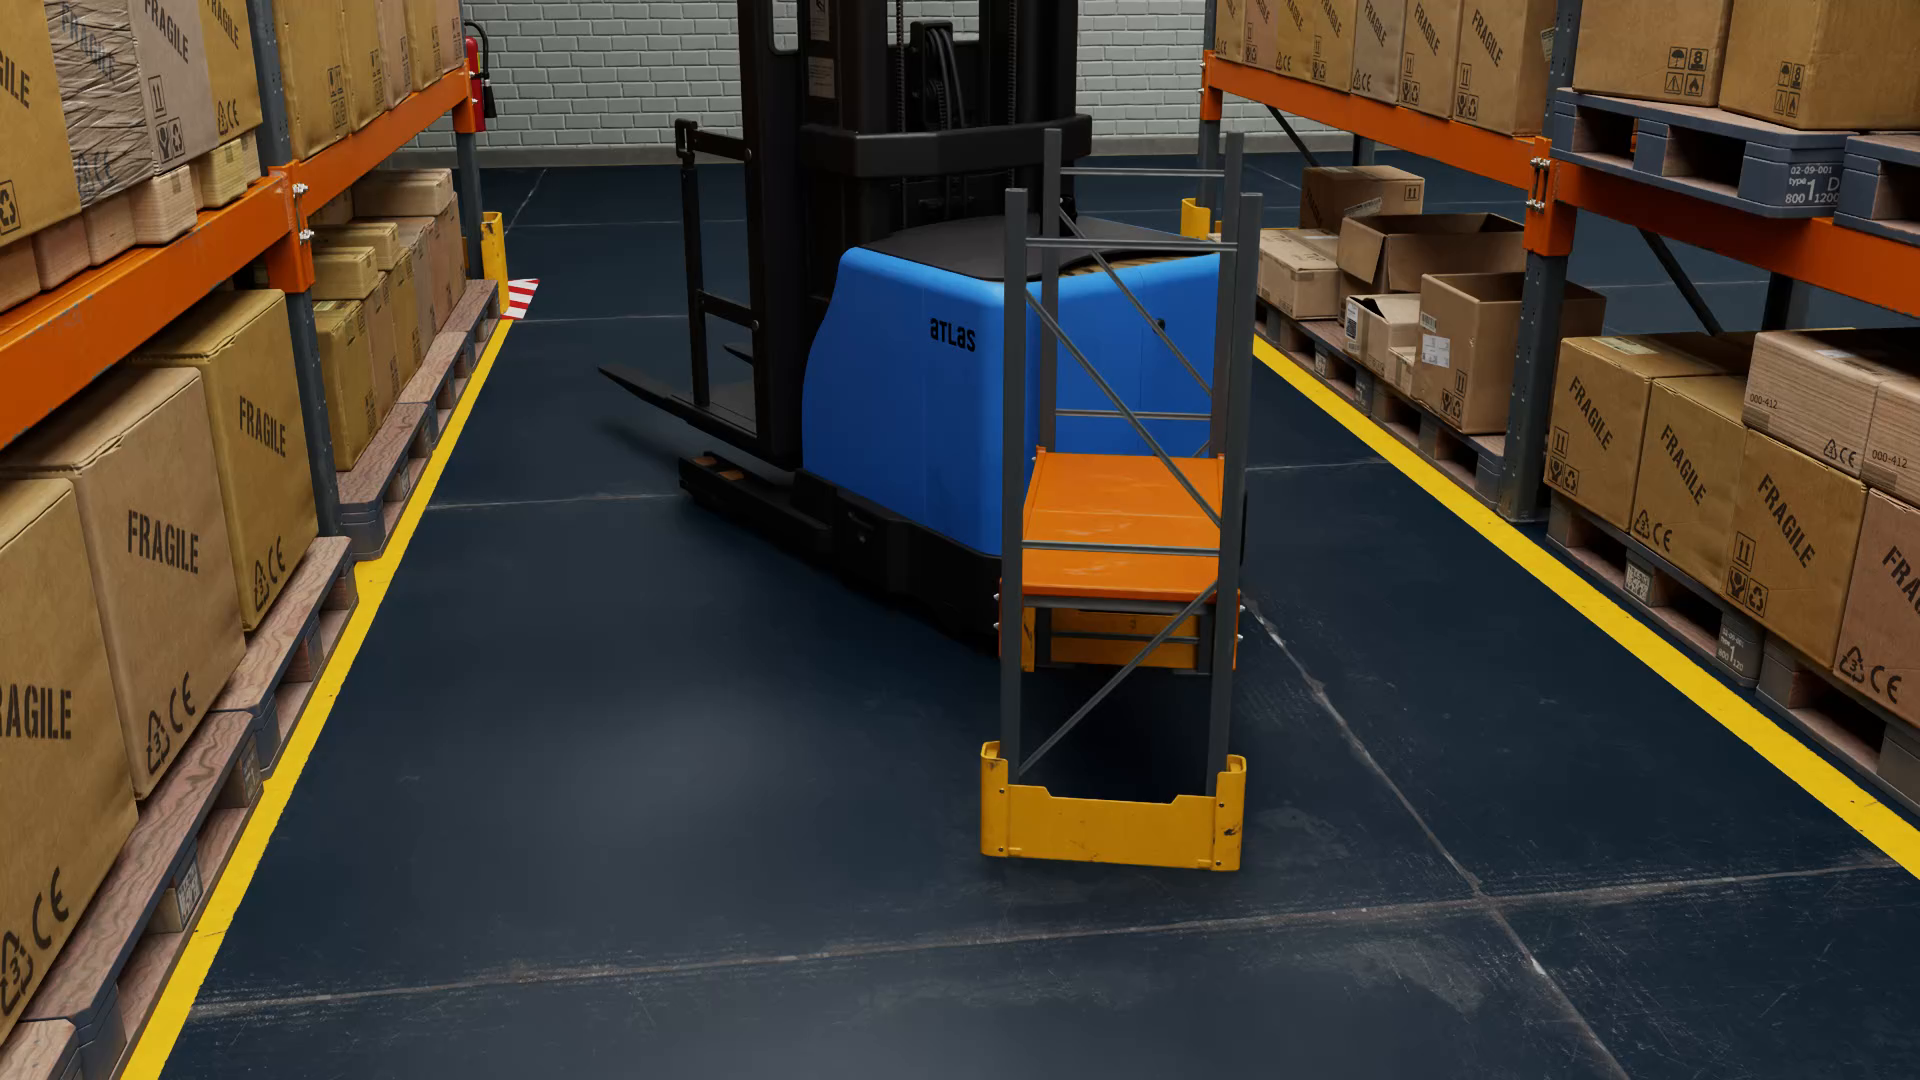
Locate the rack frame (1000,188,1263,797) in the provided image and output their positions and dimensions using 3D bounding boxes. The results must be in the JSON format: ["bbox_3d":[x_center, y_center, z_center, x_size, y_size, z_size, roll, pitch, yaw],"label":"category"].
[{"bbox_3d":[0.338,0.021,3.515,0.500,1.500,0.032,2,21,7],"label":"rack frame"}]

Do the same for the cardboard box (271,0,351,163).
[{"bbox_3d":[-2.539,-1.580,5.231,0.980,0.700,0.700,-3,21,-7],"label":"cardboard box"}]

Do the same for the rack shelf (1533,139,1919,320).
[{"bbox_3d":[2.713,-0.473,3.723,1.077,0.370,4.000,-3,21,-8],"label":"rack shelf"}]

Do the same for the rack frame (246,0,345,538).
[{"bbox_3d":[-2.477,-1.251,4.779,1.000,3.000,0.127,-3,21,-8],"label":"rack frame"}]

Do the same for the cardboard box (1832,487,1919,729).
[{"bbox_3d":[2.478,0.175,3.904,0.500,0.500,0.500,-4,21,-10],"label":"cardboard box"}]

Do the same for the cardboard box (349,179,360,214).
[{"bbox_3d":[-2.995,-1.586,7.721,0.380,0.149,0.250,-3,21,-8],"label":"cardboard box"}]

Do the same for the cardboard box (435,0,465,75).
[{"bbox_3d":[-2.970,-2.600,7.963,0.980,0.700,0.700,-2,21,-5],"label":"cardboard box"}]

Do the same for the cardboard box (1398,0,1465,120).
[{"bbox_3d":[2.023,-1.888,6.340,0.500,0.500,0.500,-2,21,-6],"label":"cardboard box"}]

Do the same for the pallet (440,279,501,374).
[{"bbox_3d":[-2.861,-1.057,8.244,1.003,0.211,1.213,-3,21,-8],"label":"pallet"}]

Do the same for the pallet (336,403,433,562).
[{"bbox_3d":[-2.509,-0.212,5.982,1.003,0.211,1.213,-3,21,-8],"label":"pallet"}]

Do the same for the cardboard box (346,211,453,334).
[{"bbox_3d":[-2.781,-1.251,7.751,0.700,0.500,0.500,-3,21,-8],"label":"cardboard box"}]

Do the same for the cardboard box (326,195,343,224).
[{"bbox_3d":[-2.922,-1.411,7.253,0.380,0.149,0.250,-3,21,-7],"label":"cardboard box"}]

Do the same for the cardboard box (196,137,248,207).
[{"bbox_3d":[-2.088,-0.954,4.313,0.380,0.149,0.250,-3,21,-7],"label":"cardboard box"}]

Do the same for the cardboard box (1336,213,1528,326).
[{"bbox_3d":[2.149,-1.189,7.552,0.797,0.503,0.637,-3,21,-8],"label":"cardboard box"}]

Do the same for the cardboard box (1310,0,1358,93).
[{"bbox_3d":[1.871,-2.242,7.288,0.500,0.500,0.500,-3,21,-7],"label":"cardboard box"}]

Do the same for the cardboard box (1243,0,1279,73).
[{"bbox_3d":[1.731,-2.589,8.217,0.500,0.500,0.500,-3,21,-8],"label":"cardboard box"}]

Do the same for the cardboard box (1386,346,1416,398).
[{"bbox_3d":[1.949,-0.683,6.702,0.380,0.149,0.250,-3,21,-8],"label":"cardboard box"}]

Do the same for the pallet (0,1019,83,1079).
[{"bbox_3d":[-1.939,1.163,2.299,1.003,0.211,1.213,-3,21,-8],"label":"pallet"}]

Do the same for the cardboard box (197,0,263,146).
[{"bbox_3d":[-2.161,-1.299,4.312,0.500,0.500,0.500,-3,21,-9],"label":"cardboard box"}]

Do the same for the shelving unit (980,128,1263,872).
[{"bbox_3d":[0.402,-0.158,3.996,0.587,1.500,1.083,2,21,7],"label":"shelving unit"}]

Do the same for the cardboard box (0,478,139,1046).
[{"bbox_3d":[-1.996,0.379,2.886,0.750,0.750,0.750,-3,21,-8],"label":"cardboard box"}]

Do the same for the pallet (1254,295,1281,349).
[{"bbox_3d":[1.975,-1.278,8.838,1.003,0.211,1.213,-3,21,-8],"label":"pallet"}]

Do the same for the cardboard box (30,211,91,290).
[{"bbox_3d":[-2.008,-0.598,3.360,0.380,0.149,0.250,-3,21,-9],"label":"cardboard box"}]

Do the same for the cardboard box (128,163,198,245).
[{"bbox_3d":[-1.999,-0.773,3.830,0.380,0.149,0.250,-3,21,-8],"label":"cardboard box"}]

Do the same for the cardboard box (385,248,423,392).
[{"bbox_3d":[-2.624,-0.893,6.792,0.700,0.500,0.500,-2,21,-6],"label":"cardboard box"}]

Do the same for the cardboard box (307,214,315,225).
[{"bbox_3d":[-2.849,-1.235,6.781,0.380,0.149,0.250,-3,21,-9],"label":"cardboard box"}]

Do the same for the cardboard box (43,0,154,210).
[{"bbox_3d":[-2.013,-0.949,3.373,0.500,0.500,0.500,-3,21,-8],"label":"cardboard box"}]

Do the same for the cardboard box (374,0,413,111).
[{"bbox_3d":[-2.753,-2.085,6.582,0.980,0.700,0.700,-4,21,-10],"label":"cardboard box"}]

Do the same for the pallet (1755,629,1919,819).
[{"bbox_3d":[2.759,0.507,4.057,1.003,0.211,1.213,-3,21,-8],"label":"pallet"}]

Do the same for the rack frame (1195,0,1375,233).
[{"bbox_3d":[1.848,-2.887,9.159,1.000,3.000,0.127,-3,21,-8],"label":"rack frame"}]

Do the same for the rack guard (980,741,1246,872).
[{"bbox_3d":[0.341,0.600,3.752,0.587,0.250,0.087,2,21,7],"label":"rack guard"}]

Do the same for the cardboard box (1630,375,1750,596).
[{"bbox_3d":[2.341,-0.173,4.837,0.500,0.500,0.500,-3,21,-7],"label":"cardboard box"}]

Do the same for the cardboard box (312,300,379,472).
[{"bbox_3d":[-2.483,-0.541,5.850,0.700,0.500,0.500,-3,21,-7],"label":"cardboard box"}]

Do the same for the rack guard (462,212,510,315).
[{"bbox_3d":[-3.057,-1.473,8.946,1.175,0.500,0.348,-3,21,-8],"label":"rack guard"}]

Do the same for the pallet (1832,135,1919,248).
[{"bbox_3d":[2.716,-0.700,3.579,1.003,0.211,1.213,-3,21,-8],"label":"pallet"}]

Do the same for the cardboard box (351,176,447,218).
[{"bbox_3d":[-2.617,-1.605,7.770,0.380,0.149,0.250,-2,21,-6],"label":"cardboard box"}]

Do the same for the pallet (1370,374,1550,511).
[{"bbox_3d":[2.327,-0.434,6.576,1.003,0.211,1.213,-3,21,-8],"label":"pallet"}]

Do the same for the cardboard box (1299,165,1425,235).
[{"bbox_3d":[2.170,-1.746,9.049,0.500,0.500,0.500,-3,21,-8],"label":"cardboard box"}]

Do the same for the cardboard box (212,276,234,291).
[{"bbox_3d":[-2.659,-0.785,5.575,0.380,0.149,0.250,-3,21,-8],"label":"cardboard box"}]

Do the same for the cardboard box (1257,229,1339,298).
[{"bbox_3d":[1.718,-1.429,8.557,0.500,0.250,0.500,-3,21,-8],"label":"cardboard box"}]

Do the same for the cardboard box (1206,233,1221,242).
[{"bbox_3d":[1.568,-1.595,9.146,0.380,0.149,0.250,-3,21,-8],"label":"cardboard box"}]

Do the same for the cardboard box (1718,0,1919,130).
[{"bbox_3d":[2.434,-1.336,4.262,0.700,0.500,0.500,0,20,1],"label":"cardboard box"}]

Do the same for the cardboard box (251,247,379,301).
[{"bbox_3d":[-2.352,-0.973,6.078,0.380,0.149,0.250,-2,21,-6],"label":"cardboard box"}]

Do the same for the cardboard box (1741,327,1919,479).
[{"bbox_3d":[2.398,-0.363,4.272,0.500,0.250,0.500,-3,21,-8],"label":"cardboard box"}]

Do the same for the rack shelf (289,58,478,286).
[{"bbox_3d":[-2.765,-1.606,6.758,1.077,0.370,4.000,-3,21,-8],"label":"rack shelf"}]

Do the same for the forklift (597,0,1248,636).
[{"bbox_3d":[-0.373,-1.549,5.675,1.130,2.935,3.031,-15,25,-34],"label":"forklift"}]

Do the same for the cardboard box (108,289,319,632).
[{"bbox_3d":[-2.254,-0.222,4.496,0.750,0.750,0.750,-3,21,-7],"label":"cardboard box"}]
